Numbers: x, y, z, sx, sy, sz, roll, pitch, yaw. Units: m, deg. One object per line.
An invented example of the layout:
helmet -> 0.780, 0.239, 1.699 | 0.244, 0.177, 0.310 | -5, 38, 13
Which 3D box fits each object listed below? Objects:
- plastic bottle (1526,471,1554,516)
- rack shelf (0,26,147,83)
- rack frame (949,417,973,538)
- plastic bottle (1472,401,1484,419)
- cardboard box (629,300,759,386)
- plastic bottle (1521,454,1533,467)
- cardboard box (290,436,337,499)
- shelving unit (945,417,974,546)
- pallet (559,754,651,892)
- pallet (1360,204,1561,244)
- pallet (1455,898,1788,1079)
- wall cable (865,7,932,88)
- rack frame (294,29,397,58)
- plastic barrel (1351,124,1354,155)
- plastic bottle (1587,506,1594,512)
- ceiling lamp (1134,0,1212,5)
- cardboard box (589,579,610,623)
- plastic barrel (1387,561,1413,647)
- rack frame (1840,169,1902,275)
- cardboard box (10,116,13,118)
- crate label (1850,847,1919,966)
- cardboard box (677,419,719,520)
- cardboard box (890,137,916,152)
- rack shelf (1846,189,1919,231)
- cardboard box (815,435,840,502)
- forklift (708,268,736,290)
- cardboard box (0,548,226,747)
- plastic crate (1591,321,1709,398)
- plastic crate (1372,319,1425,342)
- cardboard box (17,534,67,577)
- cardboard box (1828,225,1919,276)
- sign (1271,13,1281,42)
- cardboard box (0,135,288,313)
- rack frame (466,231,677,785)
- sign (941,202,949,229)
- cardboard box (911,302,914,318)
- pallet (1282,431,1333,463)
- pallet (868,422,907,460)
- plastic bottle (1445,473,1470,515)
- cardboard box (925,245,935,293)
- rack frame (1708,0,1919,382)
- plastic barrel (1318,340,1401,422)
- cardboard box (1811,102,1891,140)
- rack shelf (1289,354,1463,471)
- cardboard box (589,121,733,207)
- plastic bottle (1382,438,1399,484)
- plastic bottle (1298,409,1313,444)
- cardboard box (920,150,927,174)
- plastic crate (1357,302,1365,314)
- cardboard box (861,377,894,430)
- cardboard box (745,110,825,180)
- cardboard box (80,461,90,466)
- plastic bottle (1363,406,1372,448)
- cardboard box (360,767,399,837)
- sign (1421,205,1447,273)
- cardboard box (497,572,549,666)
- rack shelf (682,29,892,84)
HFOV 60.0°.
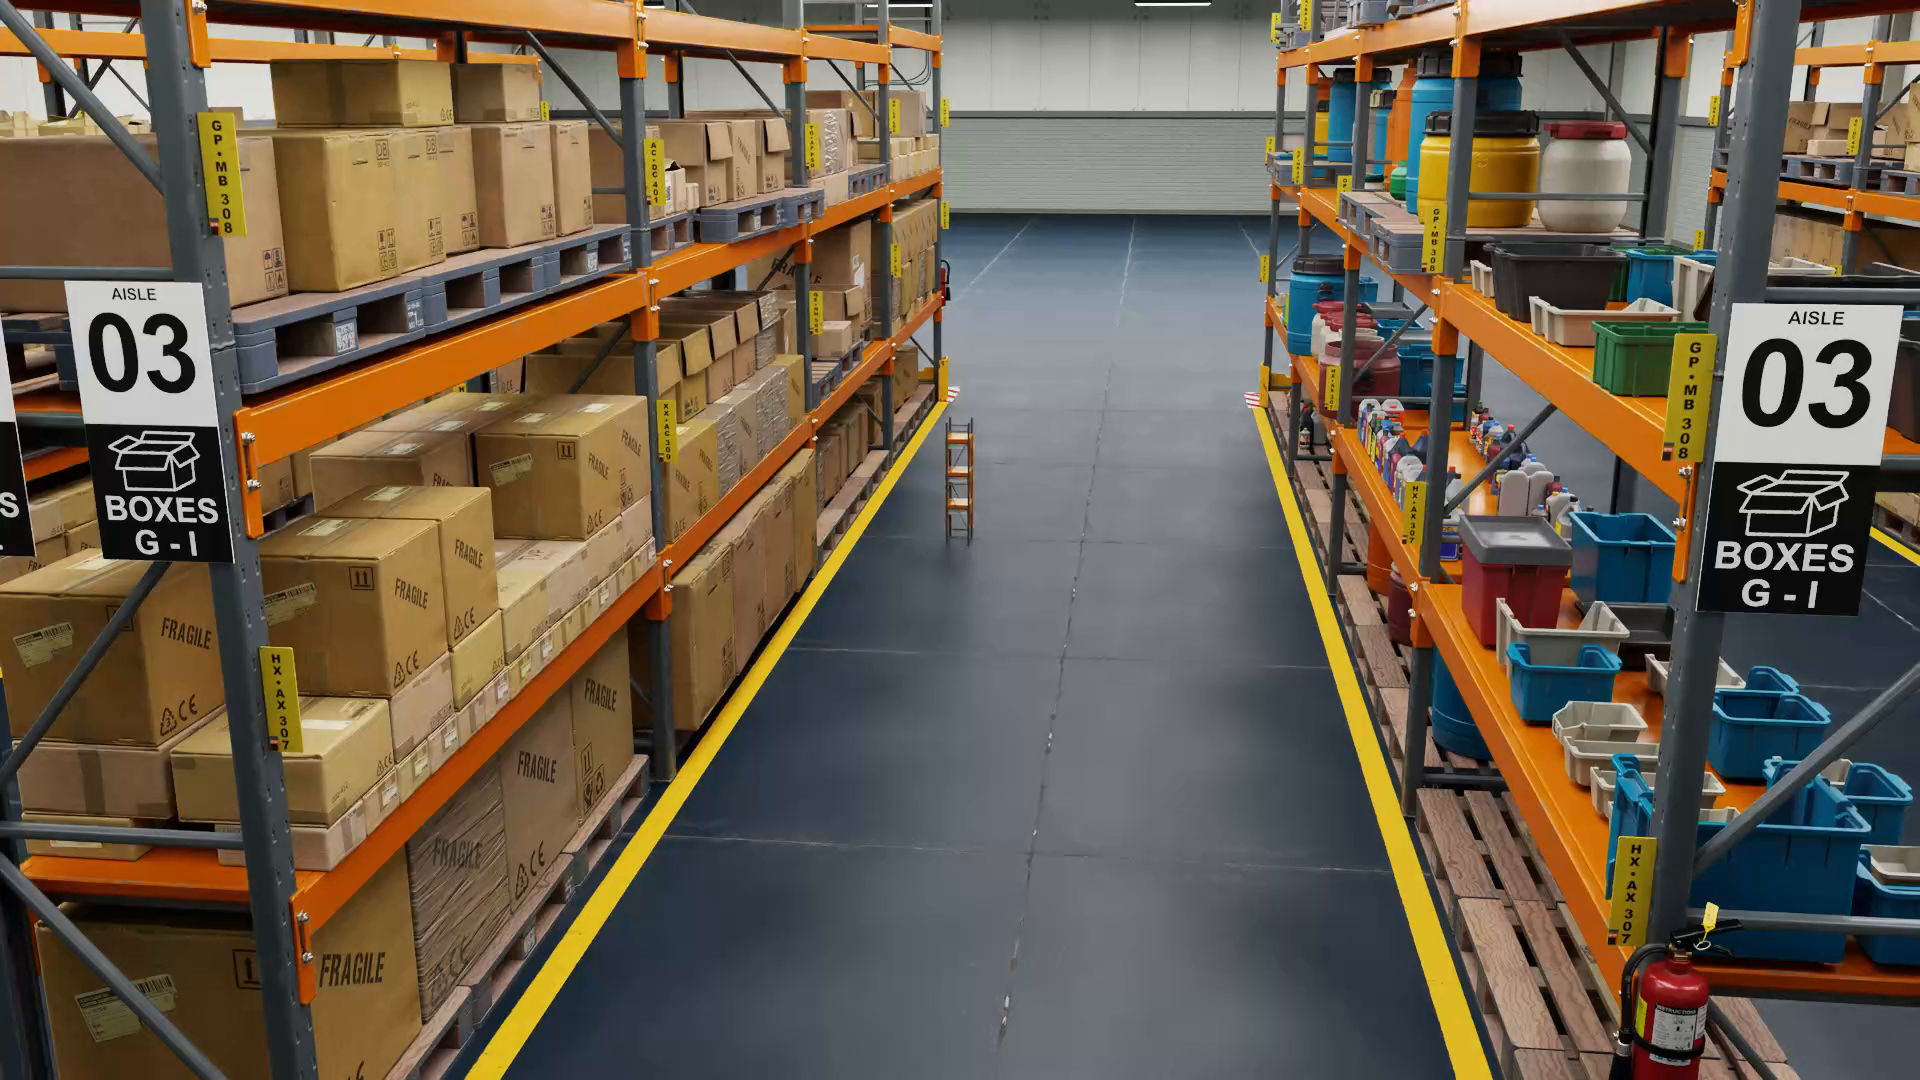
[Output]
plastic bottle -> 3.371, -0.273, 9.664 | 0.152, 0.276, 0.135 | 2, 15, 6
rack shelf -> -6.777, -3.177, 10.815 | 1.077, 0.370, 4.000 | 2, 15, 6
rack frame -> 0.008, -0.525, 14.091 | 0.200, 1.050, 0.008 | 2, 15, 6
plastic bottle -> 3.665, -0.848, 11.775 | 0.061, 0.283, 0.133 | 2, 15, 6
cardboard box -> -1.809, -1.342, 11.265 | 0.797, 0.503, 0.637 | 2, 15, 8
plastic bottle -> 3.448, -0.386, 10.089 | 0.097, 0.271, 0.097 | 0, 15, 0
cardboard box -> -6.298, -0.839, 15.023 | 1.050, 0.750, 0.750 | 2, 15, 7
shelving unit -> -0.006, -0.493, 13.974 | 0.215, 1.050, 0.252 | 2, 15, 6
pallet -> -2.249, 1.411, 8.540 | 1.003, 0.211, 1.213 | 2, 15, 6
pallet -> 2.952, -1.842, 9.841 | 1.003, 0.211, 1.213 | 2, 15, 6
pallet -> 2.656, 1.871, 6.838 | 1.003, 0.211, 1.213 | 2, 15, 6
wall cable -> -2.023, -16.285, 50.634 | 2.305, 6.003, 0.169 | 2, 15, 6
rack frame -> -6.100, -5.273, 16.424 | 1.000, 3.000, 0.127 | 2, 15, 6
plastic barrel -> 3.982, -3.870, 15.961 | 0.421, 0.512, 0.421 | 0, 15, 0
plastic bottle -> 3.316, -0.045, 8.806 | 0.061, 0.283, 0.133 | 2, 15, 6
ceiling lamp -> 5.541, -15.452, 42.886 | 2.000, 3.185, 0.800 | 2, 15, 6
cardboard box -> -1.882, 0.280, 7.862 | 0.380, 0.149, 0.250 | 2, 15, 7
plastic barrel -> 3.121, 0.360, 10.900 | 0.600, 0.588, 0.708 | 2, 15, 6
rack frame -> 8.659, -1.912, 15.488 | 1.000, 3.000, 0.127 | 2, 15, 6
cardboard box -> -6.929, -2.975, 12.014 | 0.396, 0.266, 0.258 | 2, 15, 6
crate label -> 2.739, 1.051, 4.736 | 0.416, 0.233, 0.303 | 2, 15, 6
cardboard box -> -1.730, -0.421, 9.780 | 0.500, 0.500, 0.500 | 2, 15, 6
cardboard box -> -0.684, -4.322, 18.178 | 0.380, 0.149, 0.250 | 1, 15, 3
rack shelf -> 8.434, -2.494, 13.272 | 1.077, 0.370, 4.000 | 2, 15, 6
cardboard box -> -1.472, -0.639, 14.725 | 0.700, 0.500, 0.500 | 3, 15, 11
forklift -> -2.740, -2.042, 16.100 | 1.130, 2.935, 3.031 | 0, 15, 1
cardboard box -> -2.743, 0.340, 5.439 | 0.500, 0.500, 0.500 | 2, 15, 7
plastic crate -> 2.212, -0.557, 5.134 | 0.450, 0.188, 0.336 | 2, 15, 6
plastic crate -> 3.923, -1.756, 14.941 | 0.392, 0.384, 0.575 | 2, 15, 6
cardboard box -> -6.552, 0.244, 11.497 | 0.500, 0.500, 0.500 | 2, 15, 7
cardboard box -> 8.703, -2.702, 15.731 | 0.700, 0.500, 0.500 | 2, 15, 7
sign -> 3.643, -5.909, 19.176 | 0.100, 0.325, 0.005 | 2, 15, 6
cardboard box -> -2.532, -0.976, 5.092 | 0.700, 0.500, 0.500 | 1, 15, 3
rack frame -> -2.086, -0.130, 8.897 | 1.000, 3.000, 0.127 | 2, 15, 6
sign -> -0.183, -3.932, 20.135 | 0.100, 0.325, 0.005 | 2, 15, 6
cardboard box -> -0.704, -2.520, 18.217 | 0.380, 0.149, 0.250 | 2, 15, 6
pallet -> 3.855, -0.886, 17.034 | 1.003, 0.211, 1.213 | 2, 15, 6
pallet -> -1.143, -1.034, 17.582 | 1.003, 0.211, 1.213 | 2, 15, 6
plastic bottle -> 2.757, -0.204, 9.265 | 0.144, 0.351, 0.185 | 2, 15, 6
cardboard box -> -0.758, -3.159, 19.338 | 0.875, 0.500, 0.500 | 2, 15, 6
rack frame -> 2.384, -1.843, 3.738 | 1.000, 3.000, 0.127 | 2, 15, 6
plastic barrel -> 3.038, -1.217, 12.654 | 0.600, 0.536, 0.708 | 2, 15, 6
cardboard box -> 8.971, -4.104, 16.575 | 0.797, 0.503, 0.637 | 3, 16, 12
rack shelf -> 3.512, -1.193, 14.206 | 1.077, 0.370, 4.000 | 2, 15, 6
cardboard box -> -1.844, -2.338, 10.312 | 0.797, 0.503, 0.637 | 1, 15, 5
plastic bottle -> 2.760, -0.499, 10.500 | 0.152, 0.276, 0.135 | 2, 15, 6
plastic bottle -> 3.524, -1.168, 16.968 | 0.144, 0.351, 0.185 | 1, 15, 5
cardboard box -> -0.653, -4.223, 18.575 | 0.500, 0.250, 0.500 | 2, 15, 7
plastic crate -> 3.924, -2.161, 16.527 | 0.767, 0.338, 0.504 | 2, 15, 6
cardboard box -> -1.041, -1.452, 17.771 | 0.500, 0.500, 0.500 | 7, 17, 24
cardboard box -> -1.326, -3.020, 12.686 | 0.500, 0.500, 0.500 | 2, 15, 7
cardboard box -> -6.870, -0.526, 12.909 | 0.500, 0.250, 0.500 | 1, 15, 4
plastic bottle -> 2.834, -0.779, 11.519 | 0.061, 0.283, 0.133 | 2, 15, 6
cardboard box -> -2.142, 0.880, 5.644 | 0.380, 0.149, 0.250 | 1, 15, 5
sign -> 2.289, -1.453, 8.026 | 0.100, 0.325, 0.005 | 2, 15, 6
cardboard box -> -2.049, 0.319, 6.954 | 0.500, 0.250, 0.500 | 1, 15, 5
rack shelf -> -1.409, -4.042, 14.015 | 1.077, 0.370, 4.000 | 2, 15, 6
